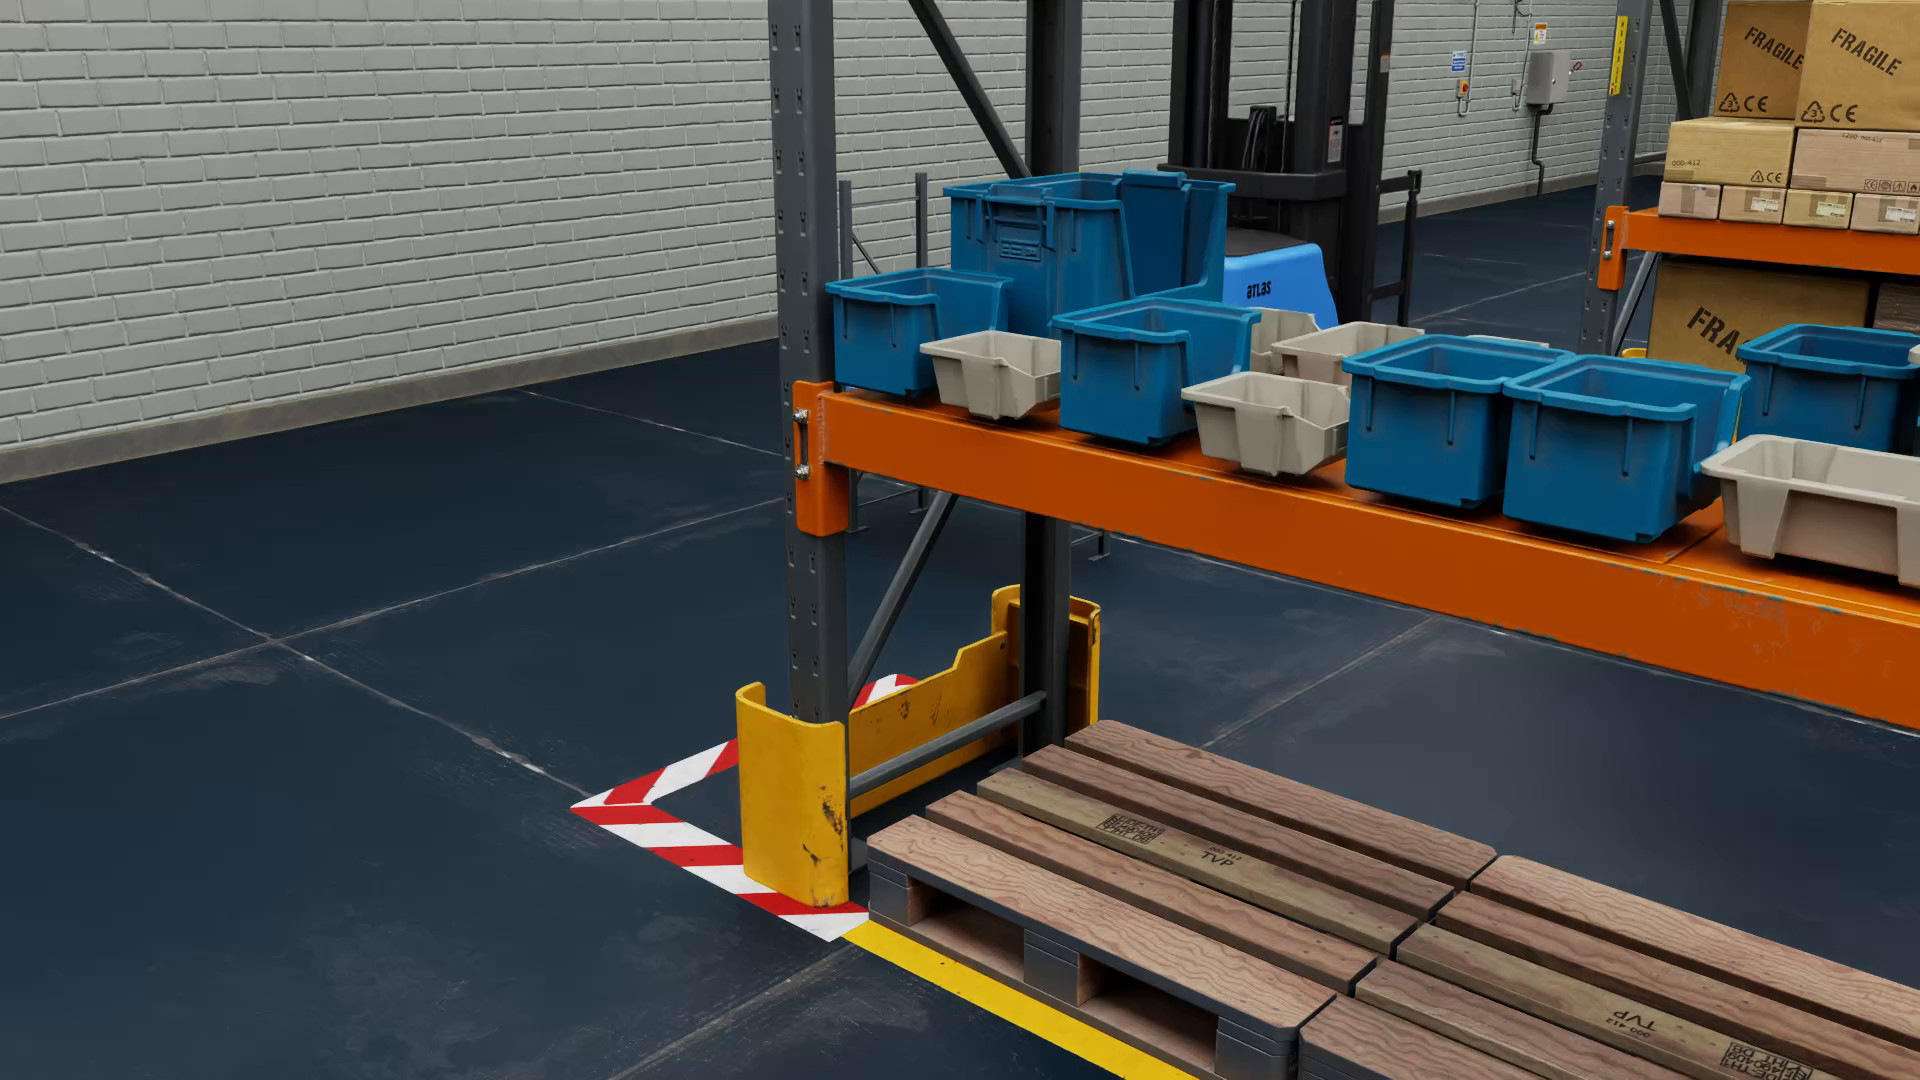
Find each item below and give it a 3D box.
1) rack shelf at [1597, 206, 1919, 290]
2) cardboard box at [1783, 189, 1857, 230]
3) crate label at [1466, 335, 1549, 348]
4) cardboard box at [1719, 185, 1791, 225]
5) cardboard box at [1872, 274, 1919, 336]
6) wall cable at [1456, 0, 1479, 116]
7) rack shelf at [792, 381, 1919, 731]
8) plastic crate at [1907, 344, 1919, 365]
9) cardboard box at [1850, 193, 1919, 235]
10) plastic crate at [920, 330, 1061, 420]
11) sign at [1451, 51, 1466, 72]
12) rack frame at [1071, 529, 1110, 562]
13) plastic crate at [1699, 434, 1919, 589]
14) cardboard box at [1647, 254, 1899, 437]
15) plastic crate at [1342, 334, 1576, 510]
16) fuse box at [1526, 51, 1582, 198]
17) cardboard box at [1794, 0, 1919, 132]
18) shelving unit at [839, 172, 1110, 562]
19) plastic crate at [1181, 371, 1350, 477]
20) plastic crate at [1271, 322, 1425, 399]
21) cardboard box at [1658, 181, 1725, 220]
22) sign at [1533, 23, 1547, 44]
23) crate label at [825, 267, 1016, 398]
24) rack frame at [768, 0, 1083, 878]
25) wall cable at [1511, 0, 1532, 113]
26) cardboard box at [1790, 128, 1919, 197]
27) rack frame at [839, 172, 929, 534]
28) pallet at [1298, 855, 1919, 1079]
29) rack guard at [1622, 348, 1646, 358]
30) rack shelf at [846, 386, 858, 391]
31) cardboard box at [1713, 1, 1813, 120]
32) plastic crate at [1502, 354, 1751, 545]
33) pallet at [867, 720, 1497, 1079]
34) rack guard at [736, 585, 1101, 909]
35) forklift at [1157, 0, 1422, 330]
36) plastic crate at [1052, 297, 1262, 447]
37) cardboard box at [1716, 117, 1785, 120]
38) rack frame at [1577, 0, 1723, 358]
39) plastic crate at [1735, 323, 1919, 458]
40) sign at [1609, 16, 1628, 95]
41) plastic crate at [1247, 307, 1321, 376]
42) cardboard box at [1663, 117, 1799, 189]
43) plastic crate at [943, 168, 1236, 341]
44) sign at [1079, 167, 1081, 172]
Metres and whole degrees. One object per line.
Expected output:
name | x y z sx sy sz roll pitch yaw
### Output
rack shelf | 4.730 -1.034 6.600 4.000 0.370 1.077 15 23 39
cardboard box | 3.665 -1.410 7.011 0.250 0.149 0.380 14 23 38
crate label | 1.108 -0.326 3.517 0.243 0.136 0.396 15 23 39
cardboard box | 3.473 -1.461 7.173 0.250 0.149 0.380 15 23 38
cardboard box | 4.446 -0.673 7.090 0.875 0.875 0.875 15 23 39
wall cable | 5.579 -5.646 18.213 0.123 1.953 0.585 15 23 39
rack shelf | 1.442 0.087 3.069 4.000 0.370 1.077 15 23 39
plastic crate | 1.918 -0.175 2.801 0.530 0.282 0.437 15 23 39
cardboard box | 3.861 -1.358 6.847 0.250 0.149 0.380 15 23 38
plastic crate | 0.097 -0.353 3.603 0.298 0.136 0.250 15 23 39
sign | 5.501 -5.277 18.335 0.001 0.218 0.327 15 23 39
rack frame | 0.444 -0.596 6.509 0.032 1.500 0.500 15 23 39
plastic crate | 1.436 -0.039 2.613 0.466 0.136 0.293 15 23 39
cardboard box | 3.765 -0.855 7.666 0.875 0.875 0.875 15 23 39
plastic crate | 0.897 -0.218 3.018 0.300 0.233 0.416 15 23 39
fuse box | 7.082 -4.979 19.972 0.414 1.711 0.539 15 23 39
cardboard box | 3.787 -1.948 6.808 0.500 0.500 0.500 14 23 38
shelving unit | 0.064 -0.698 6.831 1.048 1.500 0.538 15 23 39
plastic crate | 0.605 -0.217 3.174 0.298 0.136 0.250 15 23 39
plastic crate | 0.883 -0.376 3.676 0.243 0.136 0.396 15 23 39
cardboard box | 3.280 -1.513 7.334 0.250 0.149 0.380 15 23 40
sign | 6.891 -6.016 19.744 0.001 0.242 0.339 15 23 39
crate label | -0.088 -0.482 3.851 0.303 0.233 0.416 15 23 39
rack frame | -0.054 -0.658 4.225 0.127 3.000 1.000 15 23 39
wall cable | 6.511 -5.955 19.237 0.122 1.984 0.588 15 23 39
cardboard box | 3.807 -1.588 6.914 0.500 0.250 0.500 15 23 39
rack frame | -0.316 -0.800 7.152 0.032 1.500 0.500 15 23 39
pallet | 1.445 1.091 3.326 1.213 0.211 1.003 15 23 39
rack guard | 3.216 -0.592 8.149 0.348 0.500 1.175 15 23 39
rack shelf | 0.064 -0.526 6.885 1.000 0.185 0.538 15 23 39
cardboard box | 3.773 -2.168 7.500 0.500 0.500 0.500 15 23 40
plastic crate | 1.121 -0.158 2.828 0.300 0.233 0.416 15 23 39
pallet | 0.537 0.846 4.098 1.213 0.211 1.003 15 23 39
rack guard | -0.081 0.532 4.609 0.348 0.500 1.175 15 23 39
forklift | 1.845 -2.082 8.828 1.130 2.935 3.031 15 23 38
plastic crate | 0.405 -0.350 3.434 0.300 0.233 0.416 15 23 39
cardboard box | 3.772 -1.811 7.616 0.500 0.250 0.500 15 23 38
rack frame | 3.234 -1.778 7.756 0.127 3.000 1.000 15 23 39
plastic crate | 1.652 -0.252 3.125 0.300 0.233 0.416 15 23 39
sign | 2.861 -2.104 7.221 0.005 0.325 0.100 15 23 39
plastic crate | 0.676 -0.438 3.869 0.243 0.136 0.396 15 23 39
cardboard box | 3.413 -1.691 7.238 0.500 0.250 0.500 14 23 38
plastic crate | 0.320 -0.678 4.132 0.499 0.435 0.616 15 23 39
sign | 0.299 -0.863 4.603 0.005 0.325 0.100 15 23 39
